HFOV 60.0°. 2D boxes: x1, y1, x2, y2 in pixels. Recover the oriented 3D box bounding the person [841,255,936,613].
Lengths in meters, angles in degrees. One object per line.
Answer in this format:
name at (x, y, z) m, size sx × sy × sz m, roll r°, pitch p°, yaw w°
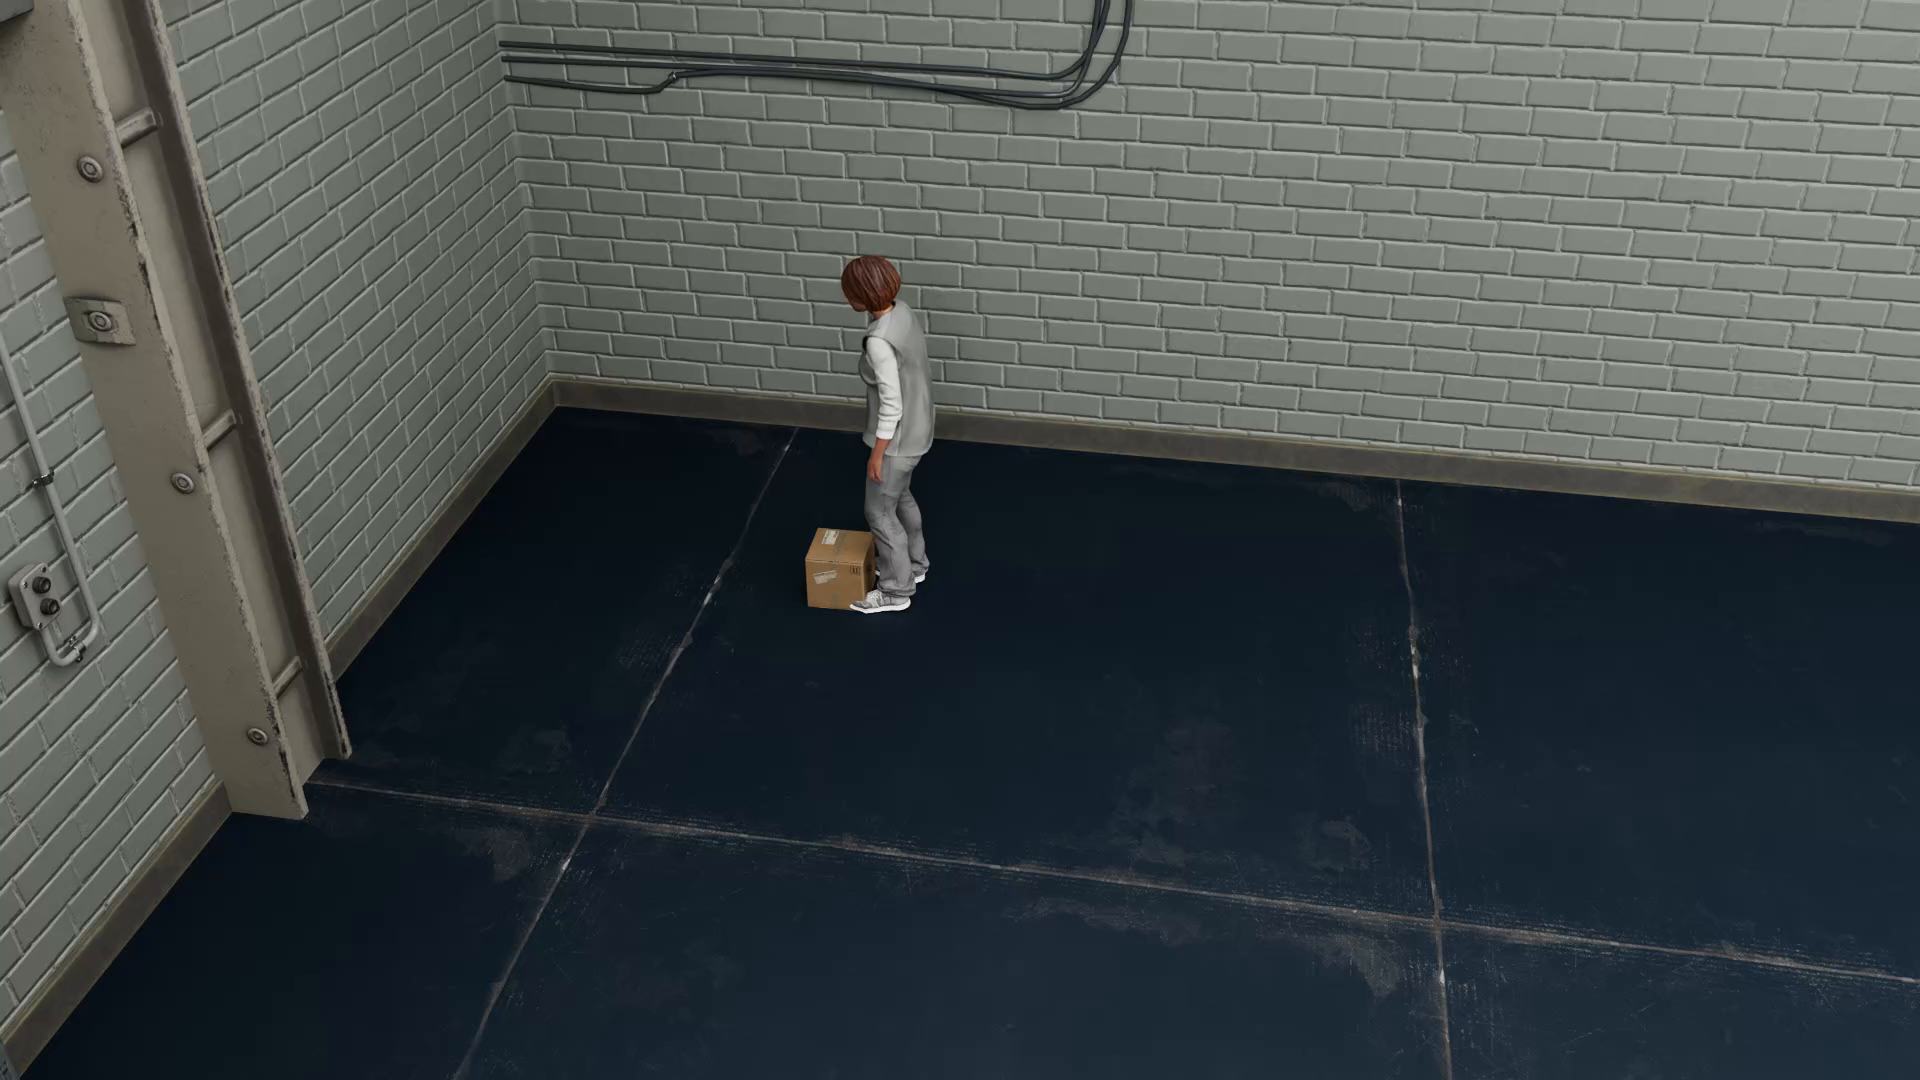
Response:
person at (-0.287, -0.420, 6.800) m, size 0.366 × 1.591 × 0.471 m, roll 5°, pitch 33°, yaw 7°
